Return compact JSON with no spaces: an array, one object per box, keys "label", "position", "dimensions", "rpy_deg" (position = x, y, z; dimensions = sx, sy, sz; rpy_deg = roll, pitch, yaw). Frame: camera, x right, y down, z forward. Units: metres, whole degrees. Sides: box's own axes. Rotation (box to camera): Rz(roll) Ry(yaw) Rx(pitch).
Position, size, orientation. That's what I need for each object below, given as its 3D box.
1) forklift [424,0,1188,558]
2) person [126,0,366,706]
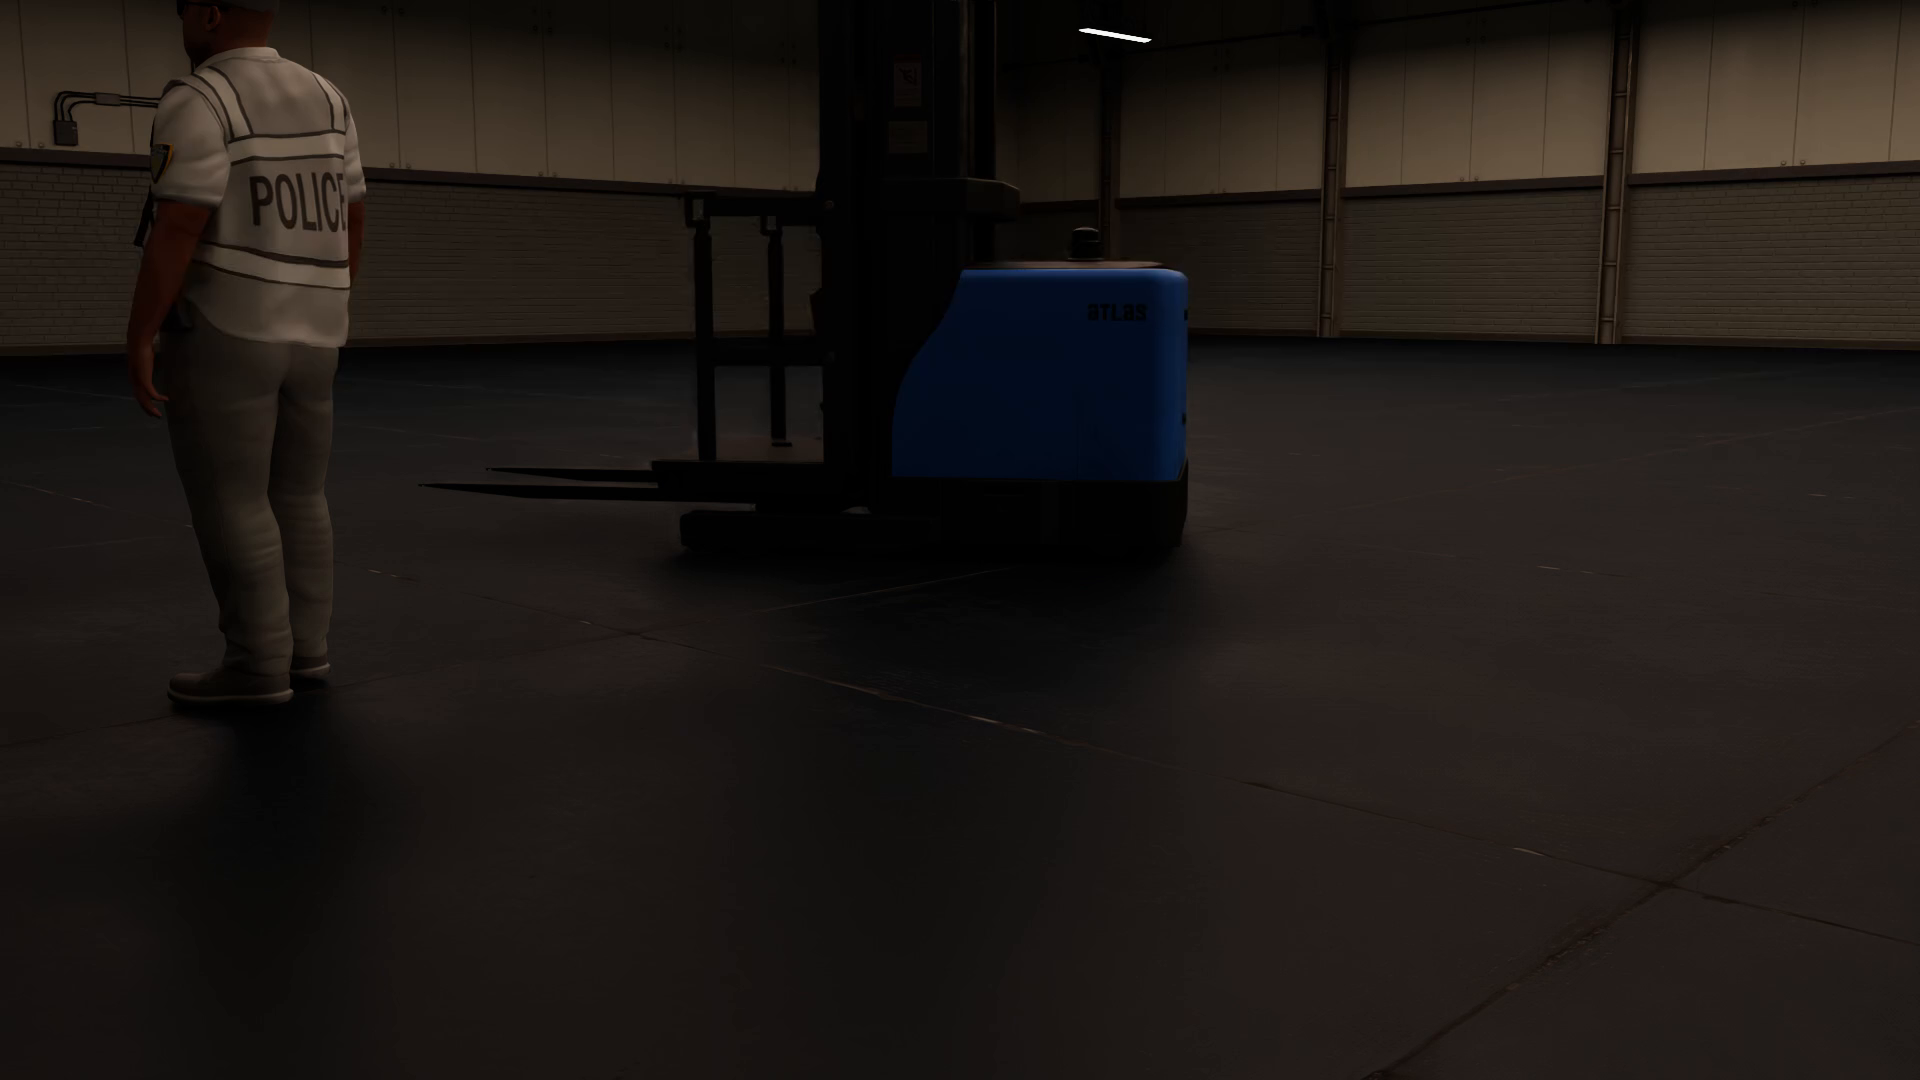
[{"label":"forklift","position":[-0.616,-1.463,6.591],"dimensions":[3.031,2.935,1.130],"rpy_deg":[1,9,10]},{"label":"person","position":[-1.746,-0.492,3.951],"dimensions":[0.576,1.781,0.638],"rpy_deg":[3,9,22]}]
